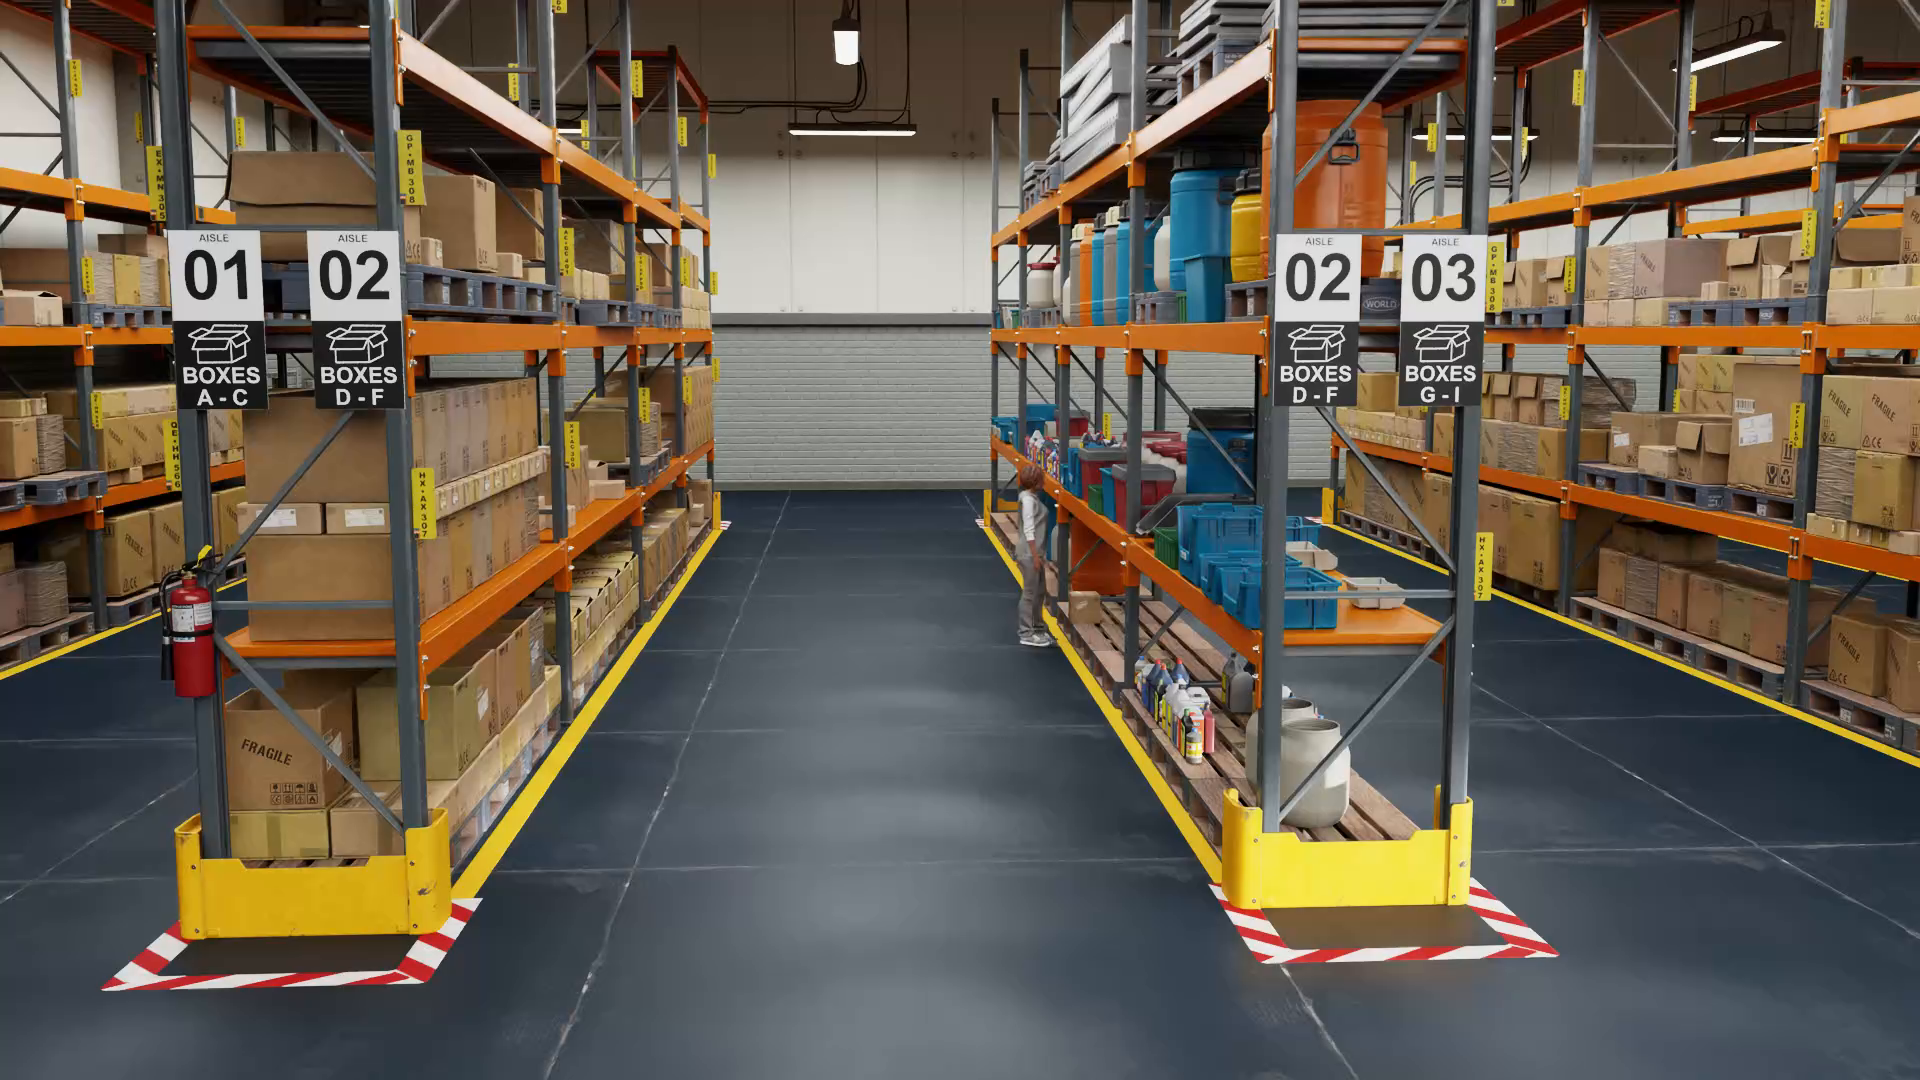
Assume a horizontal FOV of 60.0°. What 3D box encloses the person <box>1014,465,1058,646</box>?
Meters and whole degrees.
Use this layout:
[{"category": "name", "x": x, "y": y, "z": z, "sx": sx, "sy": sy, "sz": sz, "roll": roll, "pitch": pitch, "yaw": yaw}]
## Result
[{"category": "person", "x": 0.673, "y": 0.157, "z": 14.649, "sx": 0.394, "sy": 1.641, "sz": 0.456, "roll": 1, "pitch": 7, "yaw": 6}]
